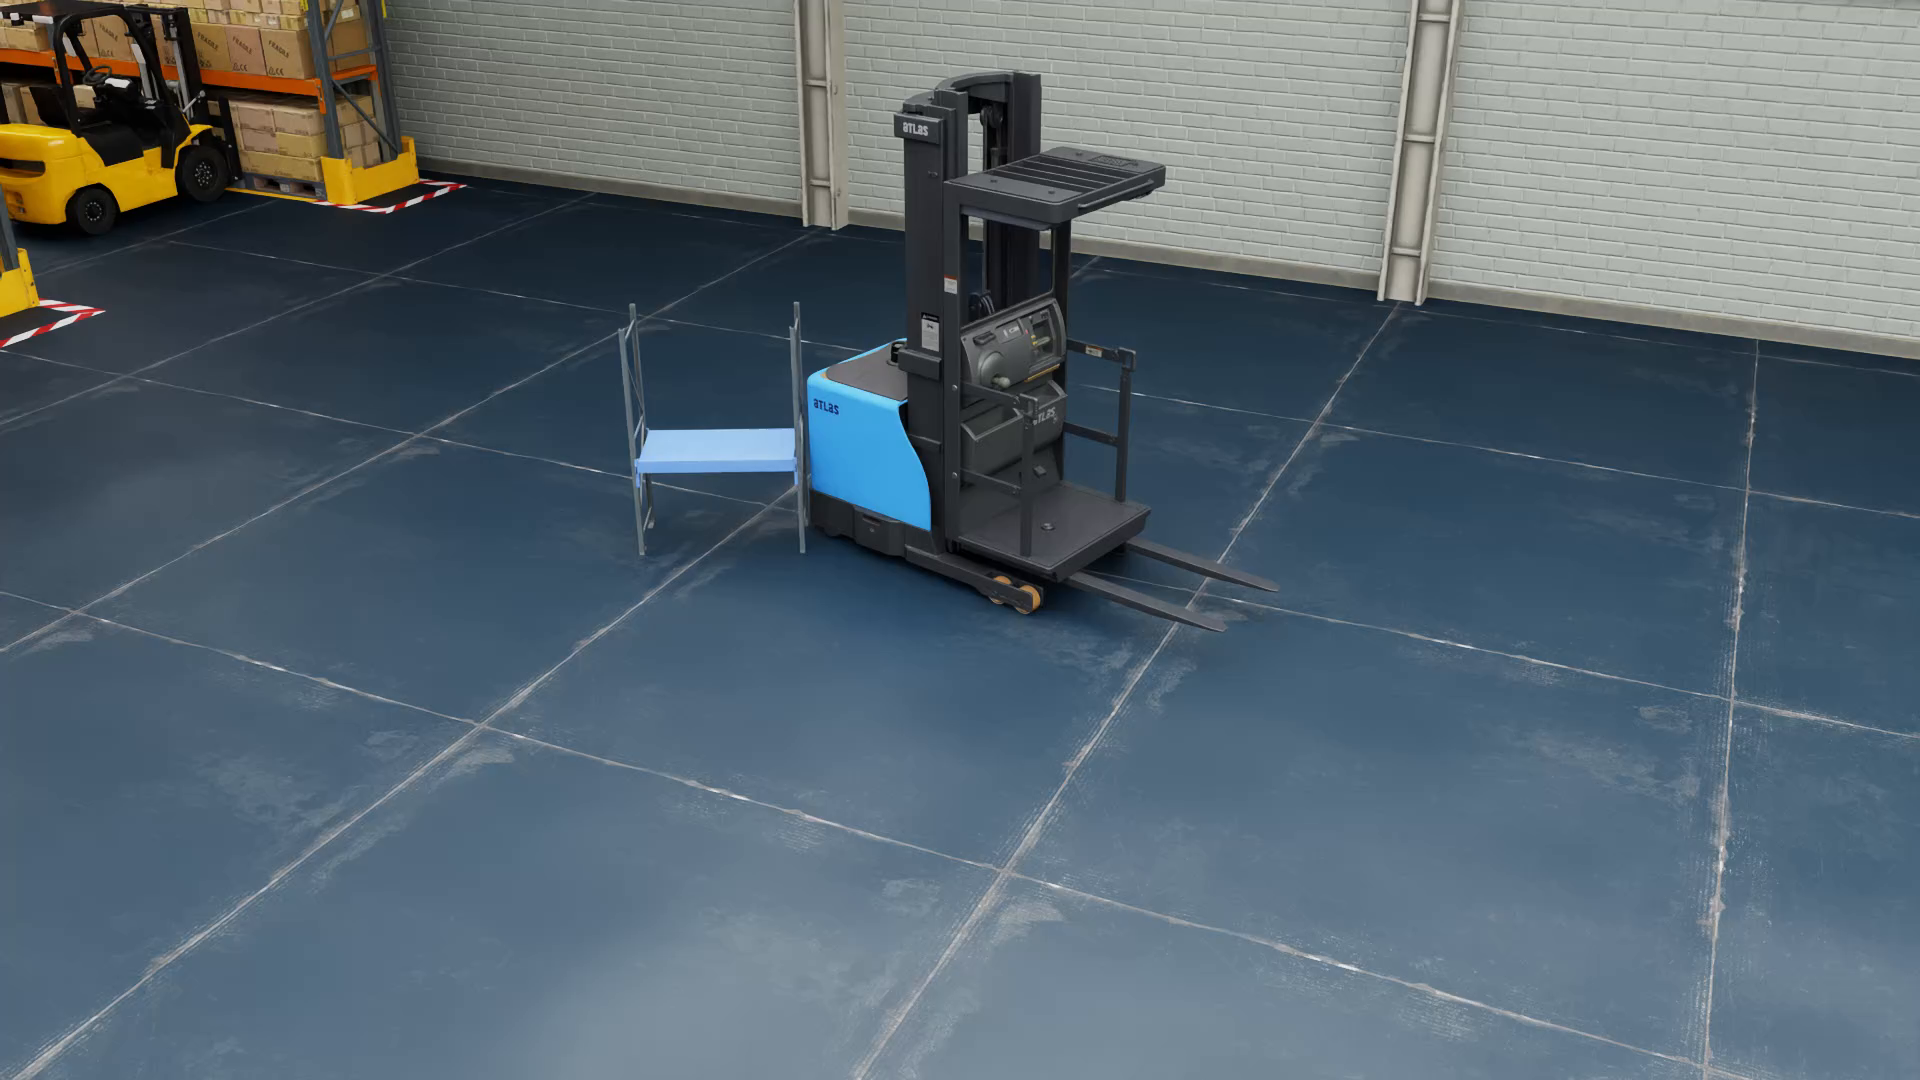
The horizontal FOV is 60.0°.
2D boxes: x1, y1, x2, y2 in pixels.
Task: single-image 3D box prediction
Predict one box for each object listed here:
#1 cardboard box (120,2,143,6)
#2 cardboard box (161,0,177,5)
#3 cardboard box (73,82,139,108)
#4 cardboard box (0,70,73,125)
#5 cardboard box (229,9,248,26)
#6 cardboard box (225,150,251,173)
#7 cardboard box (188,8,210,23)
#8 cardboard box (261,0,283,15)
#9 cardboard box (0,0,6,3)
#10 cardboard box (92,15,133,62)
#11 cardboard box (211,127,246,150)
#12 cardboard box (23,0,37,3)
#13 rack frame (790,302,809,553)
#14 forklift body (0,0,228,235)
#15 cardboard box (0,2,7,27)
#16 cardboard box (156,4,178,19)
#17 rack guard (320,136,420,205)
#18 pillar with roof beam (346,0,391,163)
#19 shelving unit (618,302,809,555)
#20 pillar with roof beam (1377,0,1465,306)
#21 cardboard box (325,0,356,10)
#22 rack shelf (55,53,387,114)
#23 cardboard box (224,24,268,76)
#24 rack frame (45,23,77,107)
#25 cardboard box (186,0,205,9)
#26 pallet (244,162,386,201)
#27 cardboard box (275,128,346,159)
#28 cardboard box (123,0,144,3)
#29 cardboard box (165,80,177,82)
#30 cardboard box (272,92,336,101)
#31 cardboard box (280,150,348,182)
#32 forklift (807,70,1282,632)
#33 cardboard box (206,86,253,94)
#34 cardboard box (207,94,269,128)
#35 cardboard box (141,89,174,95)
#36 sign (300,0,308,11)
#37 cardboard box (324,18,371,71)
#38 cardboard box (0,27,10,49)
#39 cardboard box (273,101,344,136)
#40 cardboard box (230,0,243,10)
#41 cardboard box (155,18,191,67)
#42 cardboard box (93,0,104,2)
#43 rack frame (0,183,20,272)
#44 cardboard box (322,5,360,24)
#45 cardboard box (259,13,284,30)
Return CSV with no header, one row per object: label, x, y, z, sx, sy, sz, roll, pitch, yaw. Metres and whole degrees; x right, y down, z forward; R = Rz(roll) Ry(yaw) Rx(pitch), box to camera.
cardboard box,-9.150,-5.967,18.626,0.250,0.149,0.380,11,28,21
cardboard box,-8.641,-6.051,18.461,0.250,0.149,0.380,11,28,22
cardboard box,-9.938,-5.190,19.402,0.500,0.250,0.500,11,28,21
cardboard box,-11.431,-5.361,20.455,0.625,0.625,0.875,11,28,21
cardboard box,-7.715,-5.714,18.112,0.250,0.149,0.380,11,28,21
cardboard box,-8.066,-4.374,18.875,0.500,0.250,0.500,12,29,22
cardboard box,-8.216,-5.782,18.250,0.250,0.149,0.380,12,28,22
cardboard box,-7.258,-5.753,17.855,0.250,0.149,0.380,11,28,22
cardboard box,-11.094,-6.417,19.539,0.250,0.149,0.380,11,28,22
cardboard box,-9.471,-5.772,18.964,0.500,0.500,0.500,12,29,23
cardboard box,-8.110,-4.595,18.758,0.500,0.250,0.500,11,28,21
cardboard box,-10.651,-6.311,19.324,0.250,0.149,0.380,12,29,24
rack frame,-1.010,-0.701,10.475,0.032,1.500,0.500,-1,26,-2
forklift body,-9.088,-4.503,17.460,1.214,2.155,2.313,11,28,22
cardboard box,-11.272,-6.237,19.626,0.500,0.250,0.500,11,28,20
cardboard box,-8.667,-5.883,18.455,0.250,0.149,0.380,11,28,21
rack guard,-6.585,-4.144,18.602,0.348,0.500,1.175,11,28,22
pillar with roof beam,-8.650,-6.720,14.212,0.400,9.000,9.100,11,28,22
shelving unit,-1.518,-0.693,10.460,1.048,1.500,0.538,-1,26,-2
pillar with roof beam,2.274,-4.526,9.756,0.400,9.000,9.100,11,28,22
cardboard box,-6.824,-5.887,18.127,0.250,0.149,0.380,11,28,21
rack shelf,-8.427,-5.313,18.960,4.000,0.370,1.077,11,28,22
cardboard box,-7.632,-5.398,18.205,0.500,0.500,0.500,12,29,23
rack frame,-10.248,-6.002,19.544,0.127,3.000,1.000,11,28,22
cardboard box,-8.223,-5.913,18.181,0.250,0.149,0.380,12,29,23
pallet,-7.320,-4.142,18.924,1.213,0.211,1.003,11,28,22
cardboard box,-7.179,-4.413,18.388,0.500,0.250,0.500,11,28,21
cardboard box,-9.130,-6.114,18.588,0.250,0.149,0.380,11,28,21
cardboard box,-9.253,-5.306,19.637,0.500,0.250,0.500,11,28,21
cardboard box,-7.422,-4.928,18.868,0.500,0.250,0.500,11,28,22
cardboard box,-7.165,-4.184,18.490,0.500,0.250,0.500,12,28,22
forklift,0.488,-1.142,9.750,3.031,2.935,1.130,20,32,34
cardboard box,-8.337,-5.120,19.258,0.500,0.250,0.500,11,28,21
cardboard box,-8.086,-4.812,18.633,0.500,0.250,0.500,12,29,22
cardboard box,-9.019,-5.007,19.028,0.500,0.250,0.500,12,29,24
sign,-6.844,-5.680,17.313,0.005,0.325,0.100,11,28,22
cardboard box,-6.943,-5.517,18.447,0.500,0.500,0.500,12,29,23
cardboard box,-11.275,-6.011,19.733,0.500,0.250,0.500,11,28,22
cardboard box,-7.155,-4.632,18.269,0.500,0.250,0.500,12,29,24
cardboard box,-7.703,-5.865,18.083,0.250,0.149,0.380,12,28,22
cardboard box,-8.561,-5.579,18.573,0.500,0.500,0.500,12,28,22
cardboard box,-9.582,-6.090,18.877,0.250,0.149,0.380,11,28,22
rack frame,-8.658,-3.274,14.003,0.127,3.000,1.000,11,28,22
cardboard box,-6.808,-5.772,18.231,0.250,0.149,0.380,11,28,21
cardboard box,-7.283,-5.592,17.864,0.250,0.149,0.380,12,29,23
